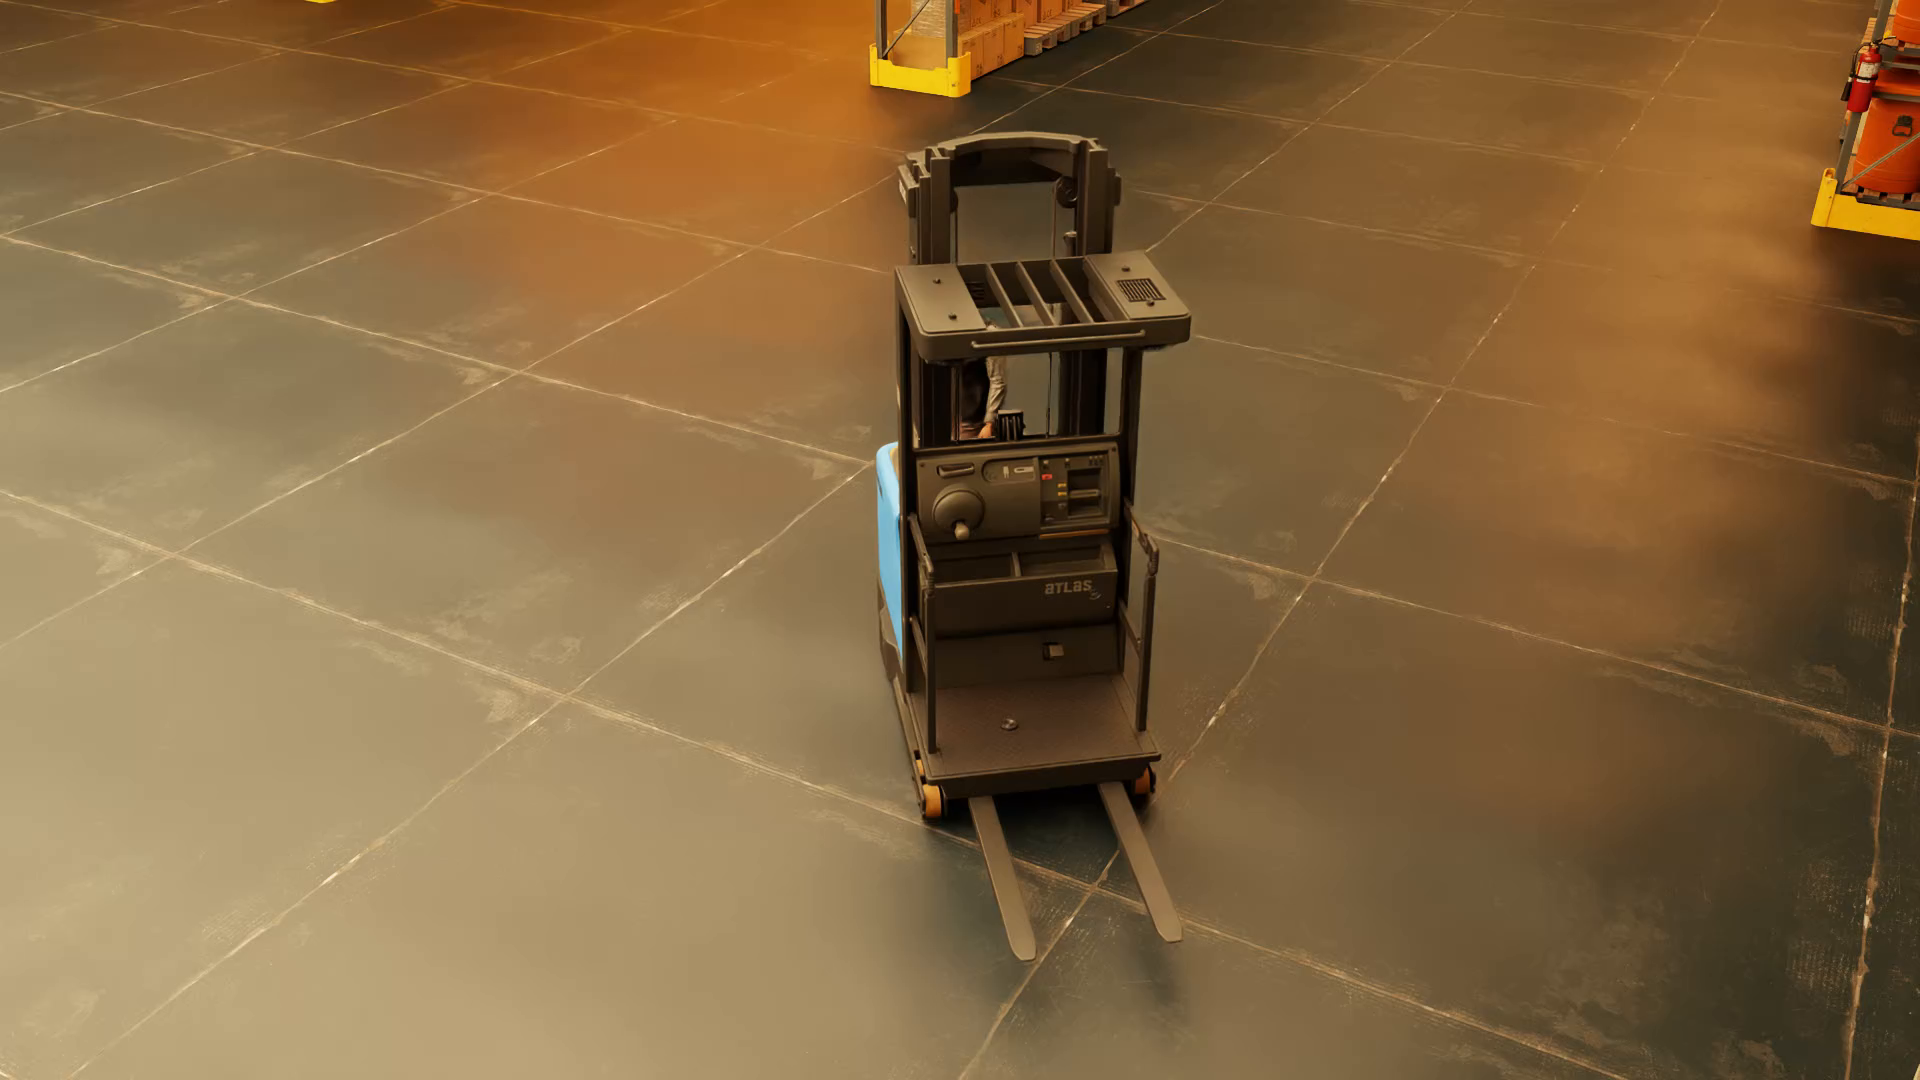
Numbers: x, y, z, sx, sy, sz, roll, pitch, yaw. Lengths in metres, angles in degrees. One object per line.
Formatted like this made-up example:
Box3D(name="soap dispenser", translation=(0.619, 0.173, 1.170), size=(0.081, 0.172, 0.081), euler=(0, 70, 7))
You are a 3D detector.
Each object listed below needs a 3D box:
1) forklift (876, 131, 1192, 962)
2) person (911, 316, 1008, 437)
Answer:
Box3D(name="forklift", translation=(0.308, -0.168, 7.362), size=(1.130, 2.935, 3.031), euler=(-5, 30, -9))
Box3D(name="person", translation=(-0.083, -0.671, 9.484), size=(0.662, 1.709, 0.561), euler=(18, 34, 28))
